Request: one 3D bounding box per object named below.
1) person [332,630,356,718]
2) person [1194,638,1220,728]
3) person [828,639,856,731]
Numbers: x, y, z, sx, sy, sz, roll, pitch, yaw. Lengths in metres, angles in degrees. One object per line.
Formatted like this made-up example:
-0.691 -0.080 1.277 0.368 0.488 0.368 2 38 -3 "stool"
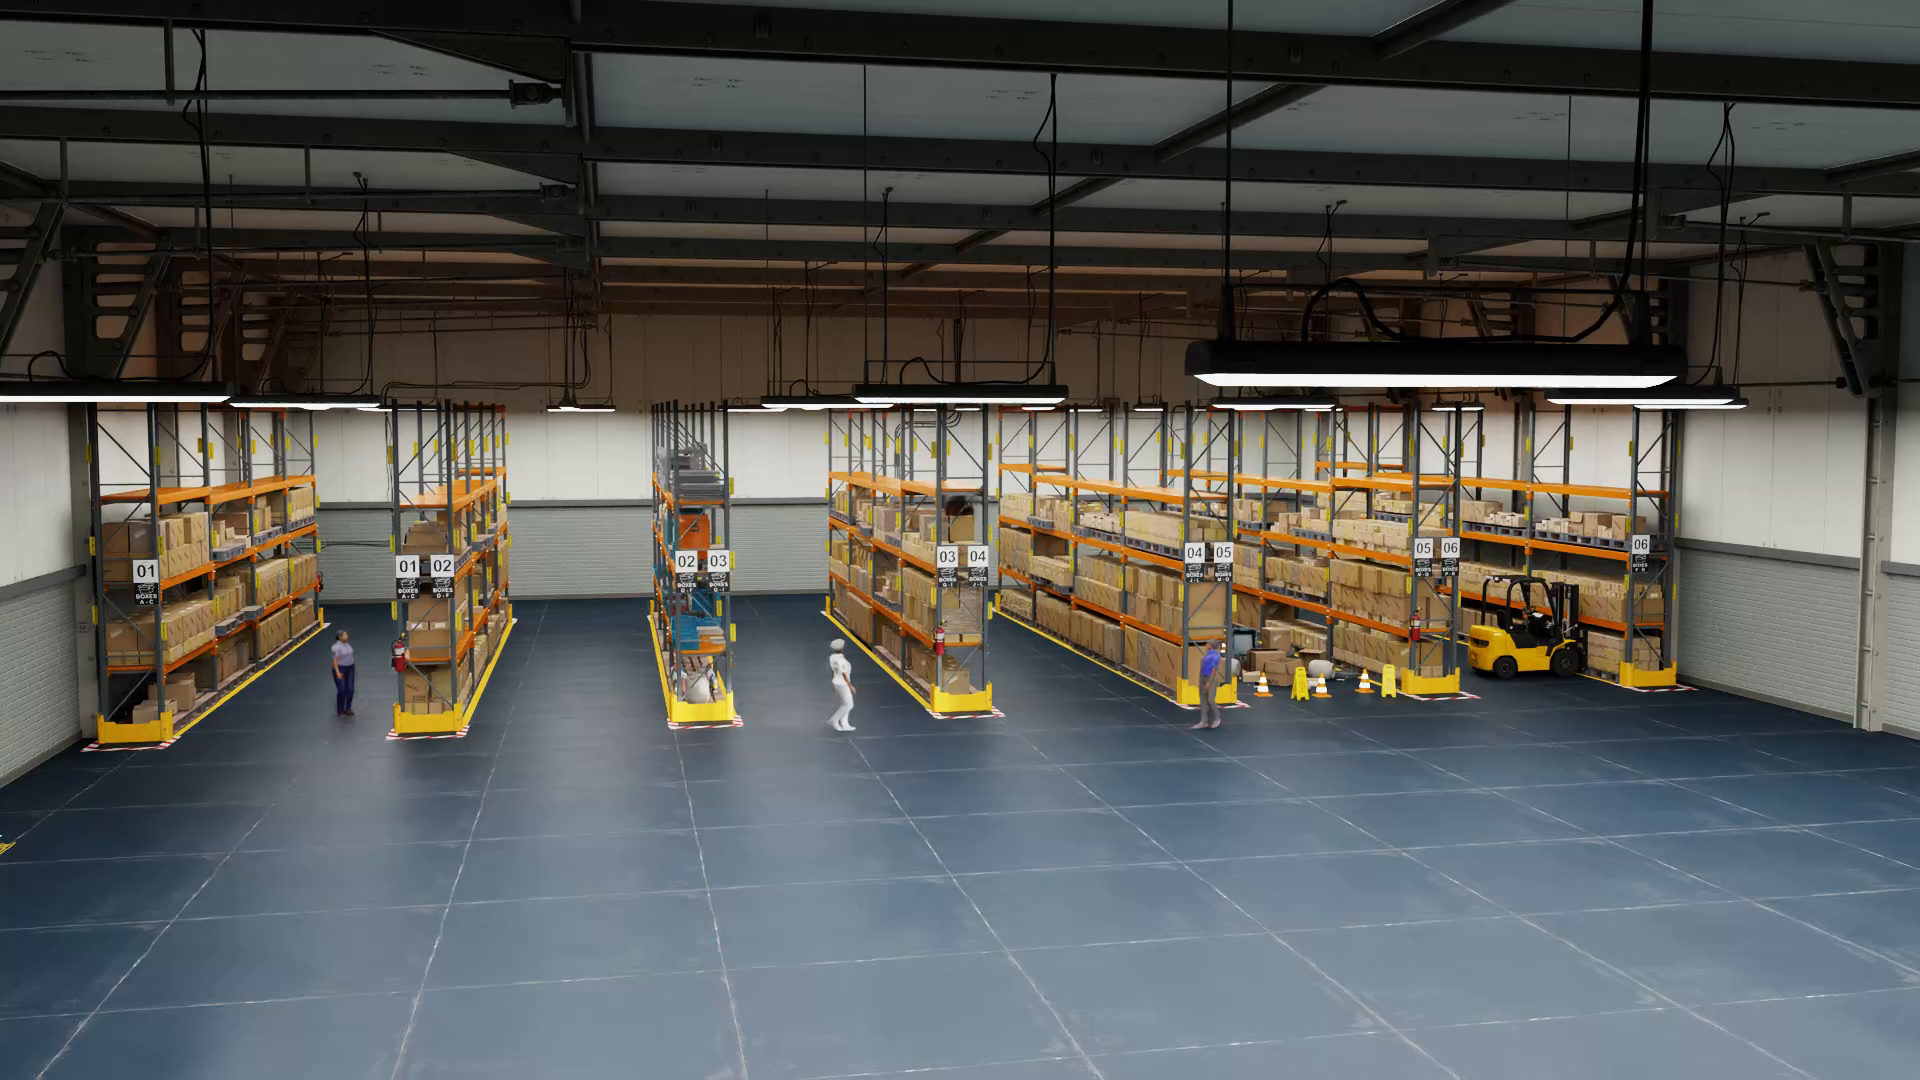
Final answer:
-11.703 2.554 31.669 0.460 1.696 0.525 3 5 30 "person"
4.520 2.612 30.356 0.457 1.659 0.466 -4 6 -40 "person"
-2.129 2.624 30.038 0.510 1.688 0.480 -1 4 -9 "person"
